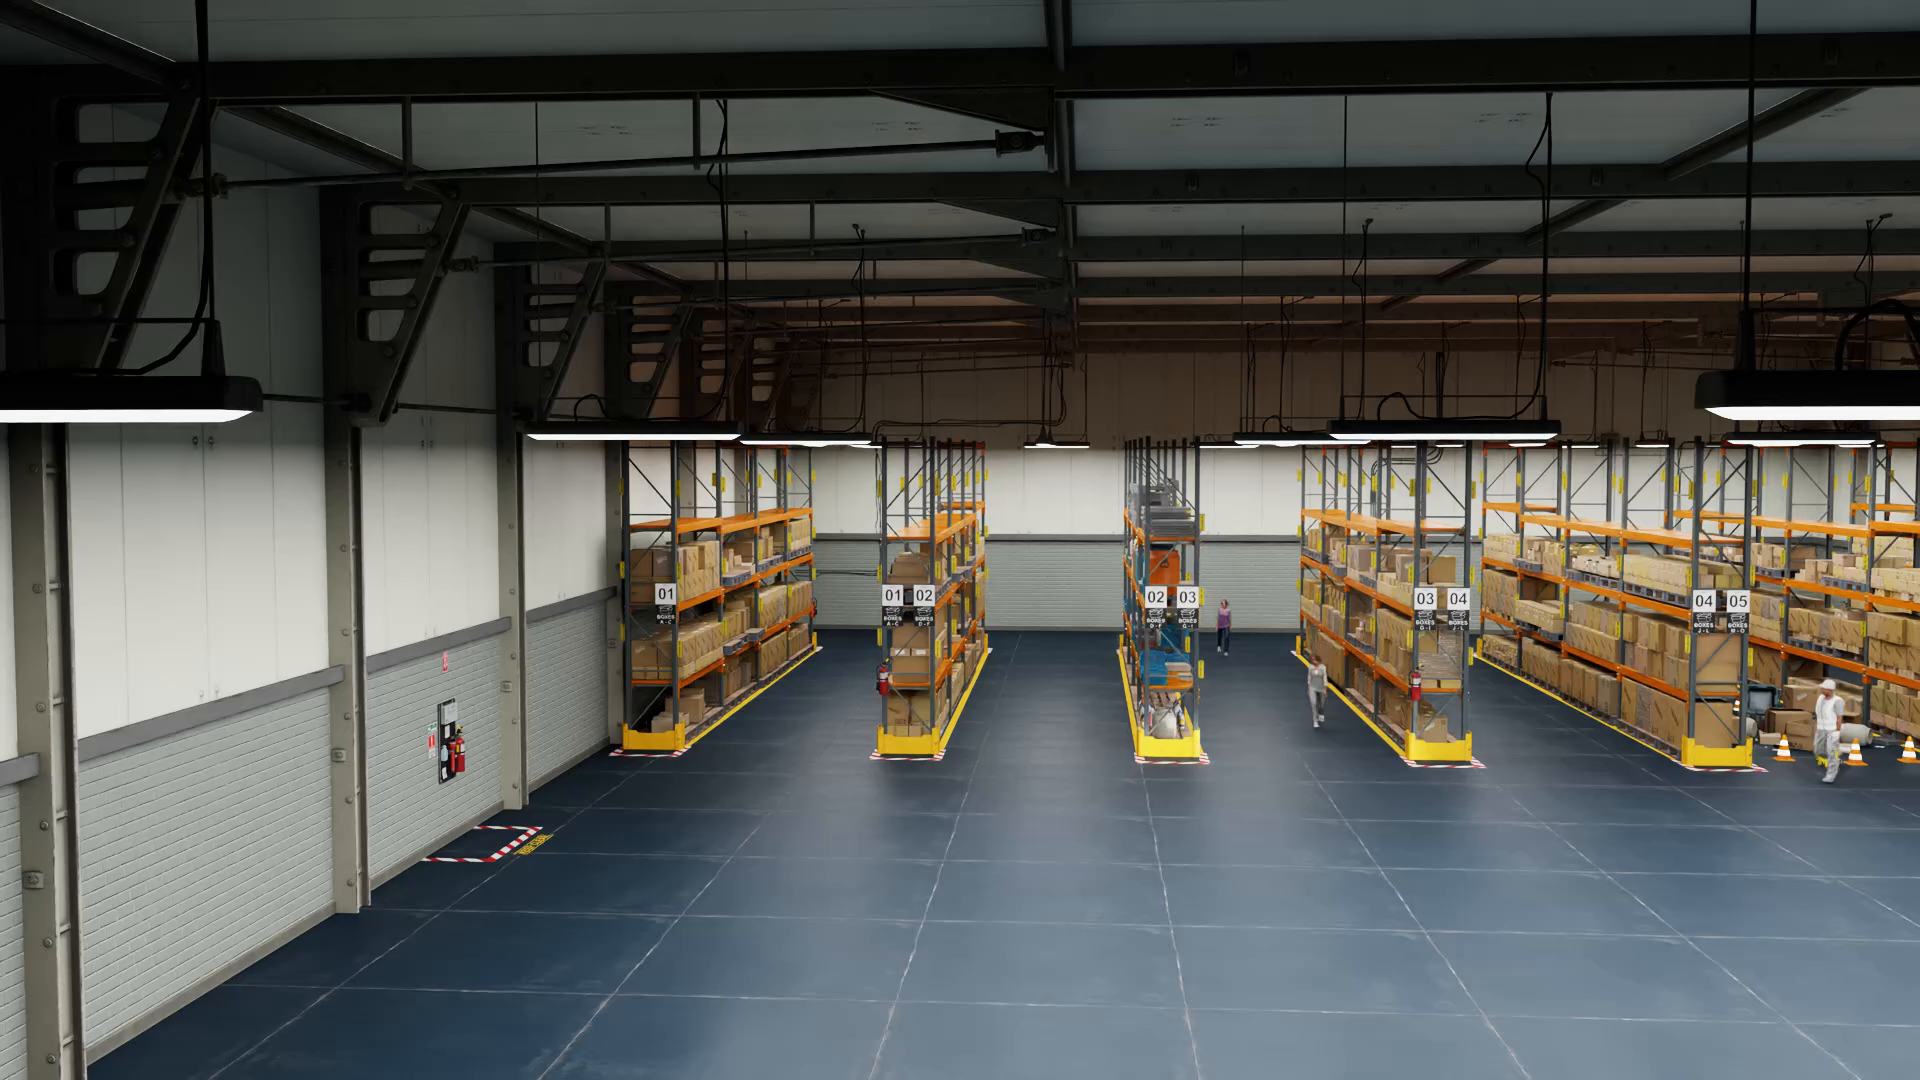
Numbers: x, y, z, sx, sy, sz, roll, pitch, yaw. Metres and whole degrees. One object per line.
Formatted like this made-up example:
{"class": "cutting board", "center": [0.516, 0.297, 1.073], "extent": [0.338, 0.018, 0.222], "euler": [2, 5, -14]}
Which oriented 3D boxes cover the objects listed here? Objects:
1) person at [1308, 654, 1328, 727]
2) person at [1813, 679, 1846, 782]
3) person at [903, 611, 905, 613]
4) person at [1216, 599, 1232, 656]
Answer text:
{"class": "person", "center": [7.453, 3.111, 34.661], "extent": [0.411, 1.500, 0.911], "euler": [1, 3, 14]}
{"class": "person", "center": [15.068, 3.284, 28.763], "extent": [0.603, 1.771, 0.542], "euler": [-2, 3, -29]}
{"class": "person", "center": [-1.464, 2.298, 48.628], "extent": [0.490, 1.594, 1.021], "euler": [0, 3, 5]}
{"class": "person", "center": [7.394, 2.433, 46.632], "extent": [0.468, 1.550, 0.899], "euler": [0, 3, 4]}
